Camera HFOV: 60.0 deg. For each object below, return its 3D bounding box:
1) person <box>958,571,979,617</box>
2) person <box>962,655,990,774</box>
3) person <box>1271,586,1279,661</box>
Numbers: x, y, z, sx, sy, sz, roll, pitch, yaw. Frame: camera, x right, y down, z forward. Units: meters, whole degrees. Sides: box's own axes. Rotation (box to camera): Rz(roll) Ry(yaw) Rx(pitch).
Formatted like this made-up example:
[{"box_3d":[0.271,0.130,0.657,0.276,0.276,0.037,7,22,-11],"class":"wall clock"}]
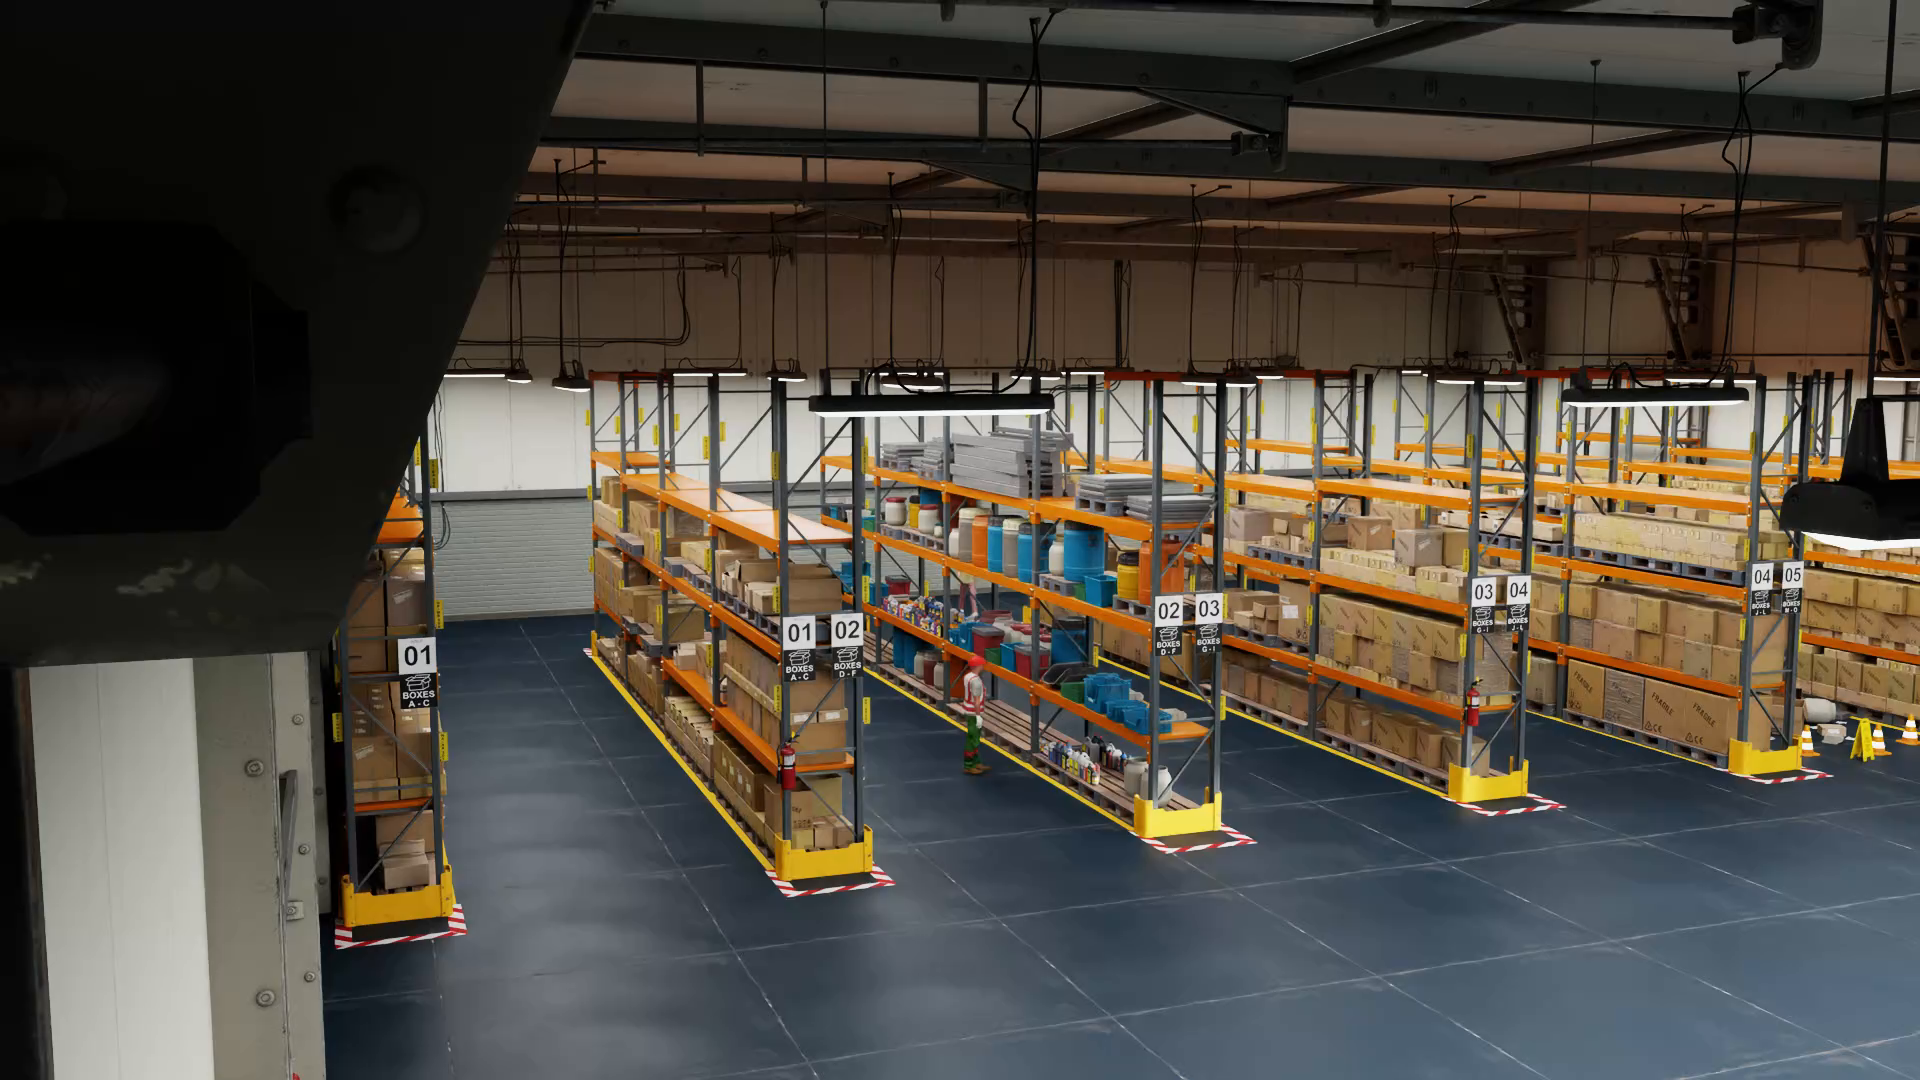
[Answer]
[{"box_3d":[0.197,1.019,40.211,0.494,1.613,1.011,-2,7,-16],"class":"person"},{"box_3d":[0.266,2.638,25.146,0.442,1.806,0.591,-1,6,-10],"class":"person"},{"box_3d":[6.615,1.710,34.405,0.404,1.586,0.486,-1,6,-10],"class":"person"}]
